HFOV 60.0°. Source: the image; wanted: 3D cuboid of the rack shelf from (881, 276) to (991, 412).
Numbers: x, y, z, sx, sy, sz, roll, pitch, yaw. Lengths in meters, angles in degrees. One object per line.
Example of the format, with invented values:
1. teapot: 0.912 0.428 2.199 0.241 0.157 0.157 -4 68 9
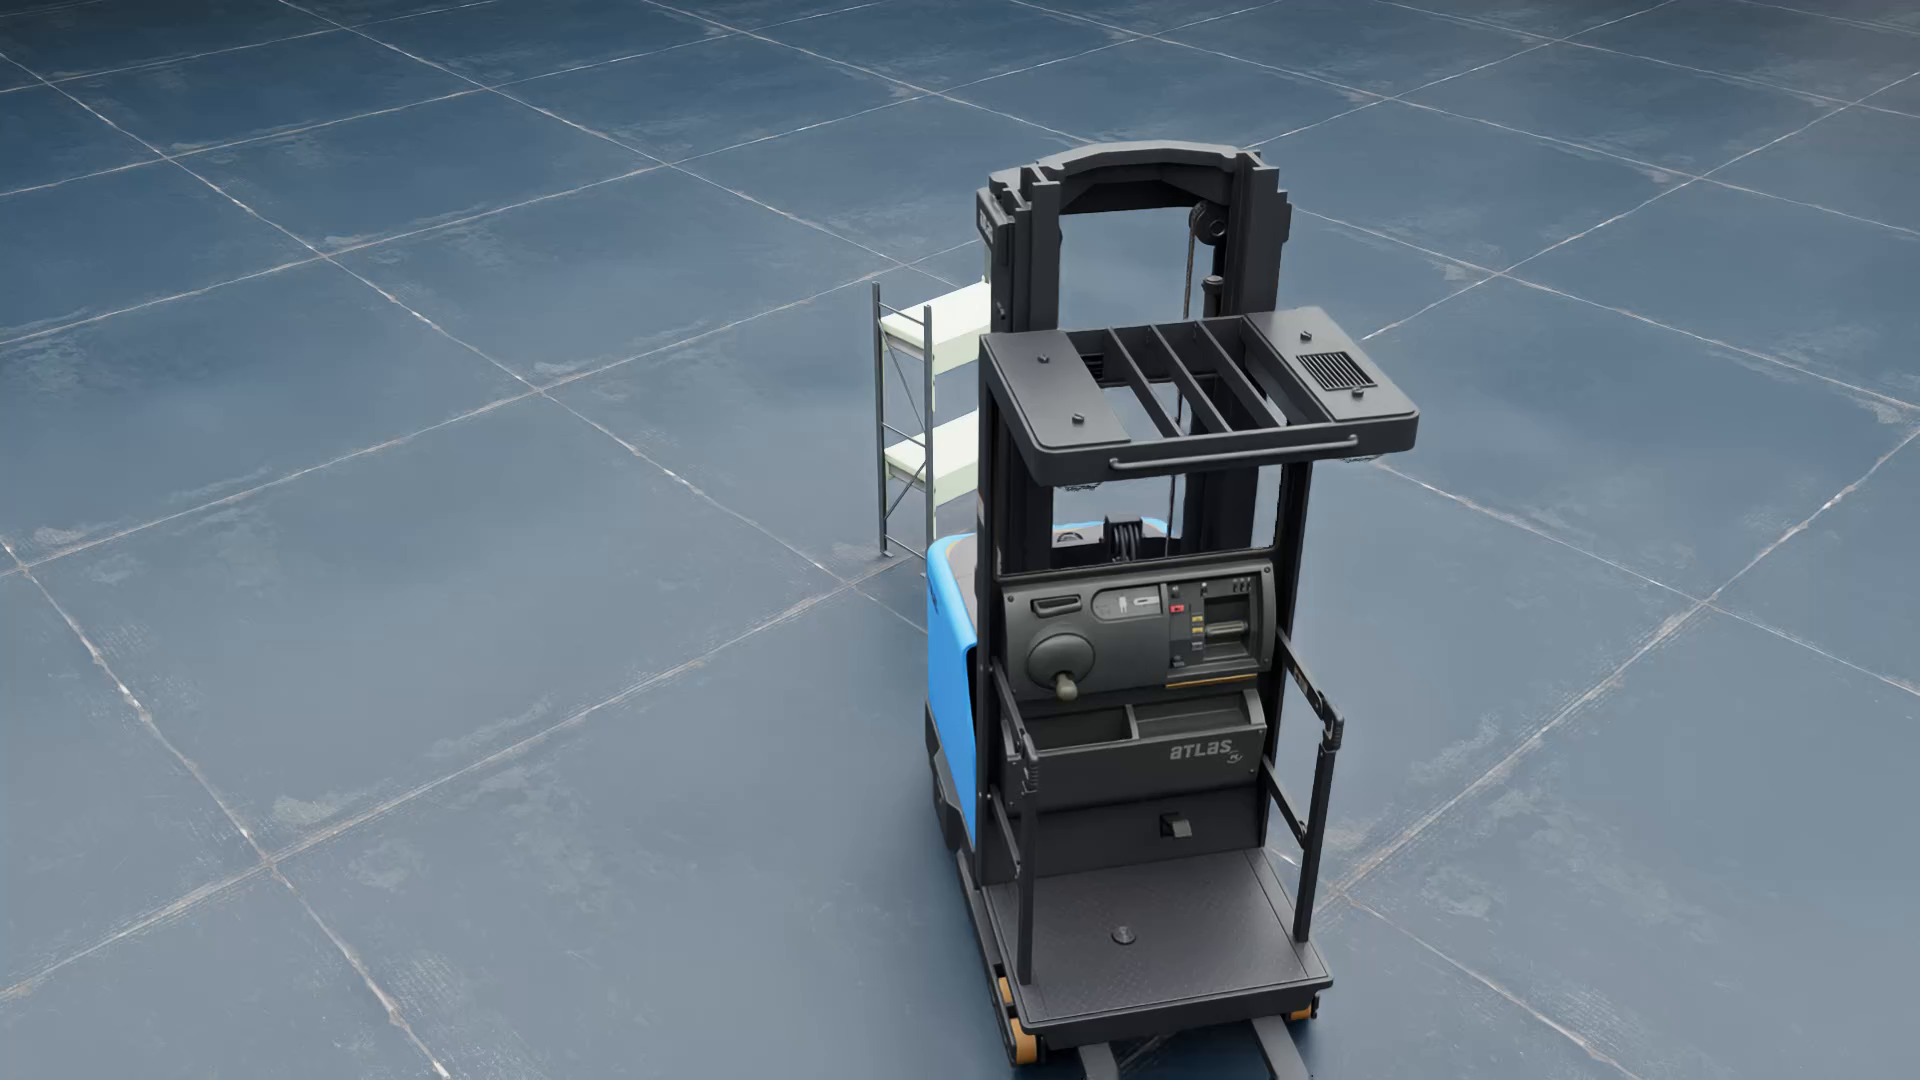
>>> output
1. rack shelf: -0.005 -0.970 8.151 0.720 0.370 0.431 -26 40 -35

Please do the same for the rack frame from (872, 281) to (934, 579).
1. rack frame: -0.273 -0.508 8.143 0.023 1.500 0.400 -26 40 -35

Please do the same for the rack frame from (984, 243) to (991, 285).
1. rack frame: 0.264 -0.767 8.567 0.023 1.500 0.400 -26 40 -35

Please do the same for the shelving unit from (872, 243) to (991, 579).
1. shelving unit: -0.005 -0.637 8.355 0.755 1.500 0.431 -26 40 -35

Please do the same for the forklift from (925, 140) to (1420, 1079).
1. forklift: 0.647 0.356 5.358 1.130 2.935 3.031 -6 32 -10

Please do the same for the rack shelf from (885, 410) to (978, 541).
1. rack shelf: -0.005 -0.359 8.525 0.720 0.370 0.431 -26 40 -35
